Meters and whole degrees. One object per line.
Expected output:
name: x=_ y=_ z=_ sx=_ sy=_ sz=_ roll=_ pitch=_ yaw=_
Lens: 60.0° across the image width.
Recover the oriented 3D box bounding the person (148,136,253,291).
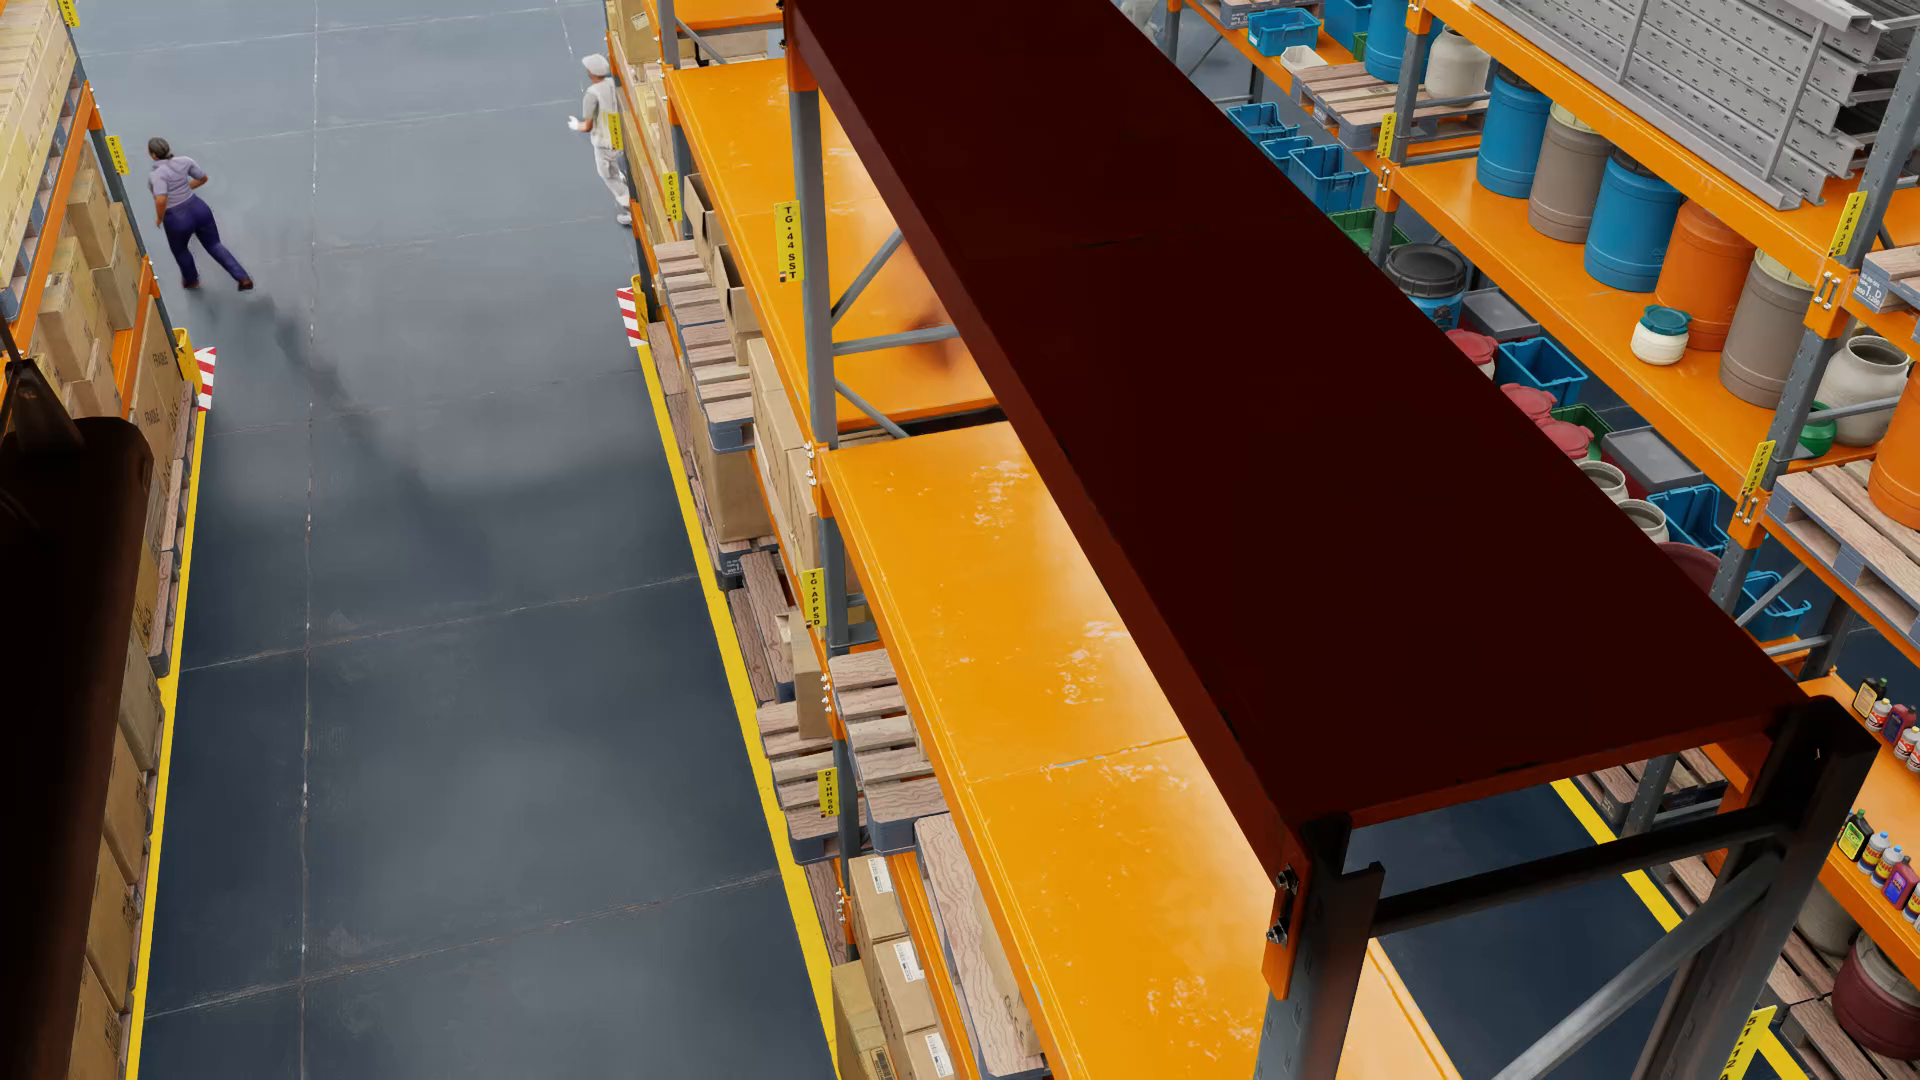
person: x=-7.087 y=-2.928 z=15.197 sx=0.954 sy=1.649 sz=0.648 roll=22 pitch=44 yaw=26

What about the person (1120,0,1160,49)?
person: x=2.140 y=-6.500 z=19.732 sx=0.591 sy=1.618 sz=0.592 roll=1 pitch=38 yaw=1

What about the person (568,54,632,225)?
person: x=-3.495 y=-3.941 z=16.374 sx=0.644 sy=1.756 sz=0.655 roll=17 pitch=41 yaw=20
